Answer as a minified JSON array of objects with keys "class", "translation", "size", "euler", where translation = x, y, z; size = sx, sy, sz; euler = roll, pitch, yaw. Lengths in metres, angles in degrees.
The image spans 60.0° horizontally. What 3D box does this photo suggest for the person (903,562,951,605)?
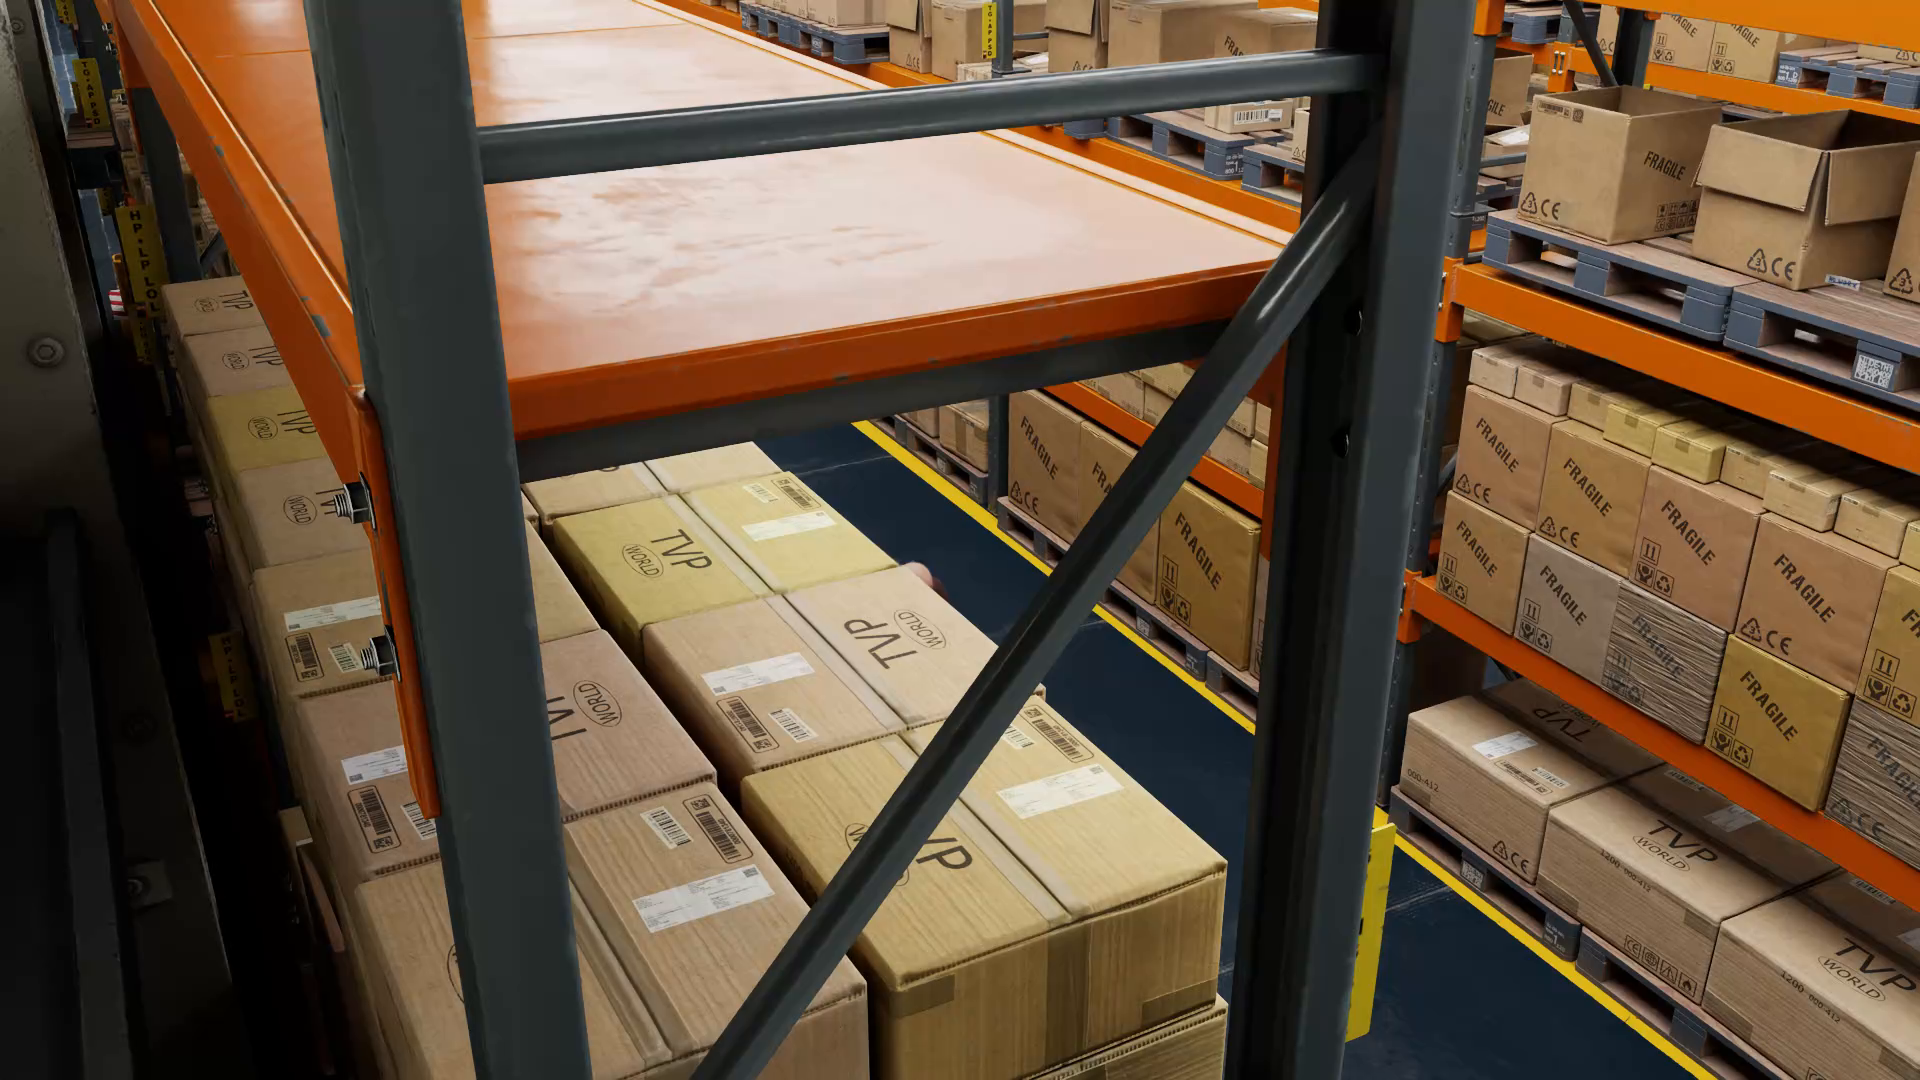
[{"class":"person","translation":[-0.326,0.691,8.010],"size":[0.629,1.483,0.680],"euler":[-13,28,-25]}]
